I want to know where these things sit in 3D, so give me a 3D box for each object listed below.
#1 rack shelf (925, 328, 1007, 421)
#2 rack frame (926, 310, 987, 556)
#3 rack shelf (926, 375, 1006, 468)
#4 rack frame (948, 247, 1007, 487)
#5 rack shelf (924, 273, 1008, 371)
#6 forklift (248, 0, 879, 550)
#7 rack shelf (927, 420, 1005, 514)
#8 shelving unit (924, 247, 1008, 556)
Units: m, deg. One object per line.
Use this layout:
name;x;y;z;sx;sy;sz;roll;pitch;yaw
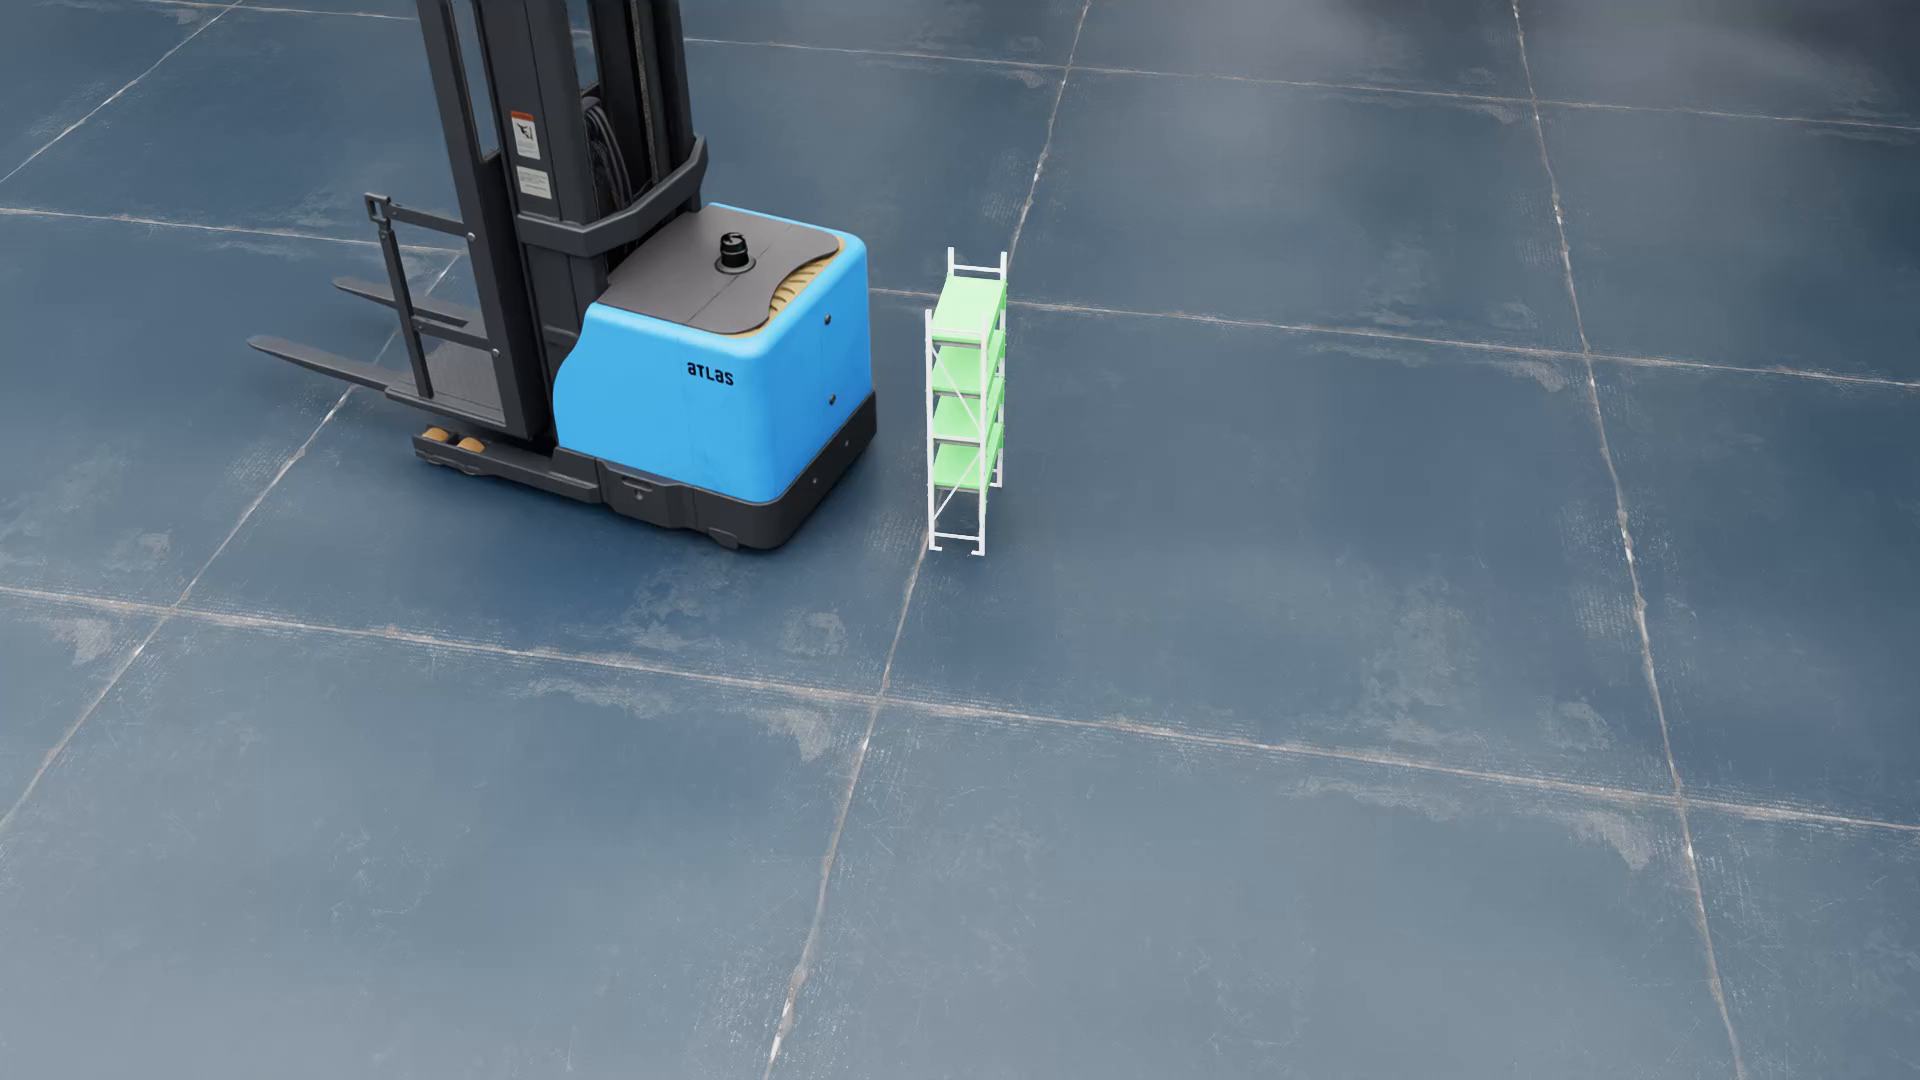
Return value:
rack shelf;0.029;-0.702;6.881;0.258;0.148;0.480;6;40;8
rack frame;-0.014;-0.413;6.808;0.240;1.200;0.015;6;40;8
rack shelf;0.029;-0.517;7.034;0.258;0.148;0.480;6;40;8
rack frame;0.071;-0.719;7.179;0.240;1.200;0.015;6;40;8
rack shelf;0.029;-0.887;6.728;0.258;0.148;0.480;6;40;8
forklift;-1.942;-1.714;7.023;3.031;2.935;1.130;16;42;19
rack shelf;0.029;-0.332;7.187;0.258;0.148;0.480;6;40;8
shelving unit;0.029;-0.566;6.993;0.258;1.200;0.503;6;40;8
